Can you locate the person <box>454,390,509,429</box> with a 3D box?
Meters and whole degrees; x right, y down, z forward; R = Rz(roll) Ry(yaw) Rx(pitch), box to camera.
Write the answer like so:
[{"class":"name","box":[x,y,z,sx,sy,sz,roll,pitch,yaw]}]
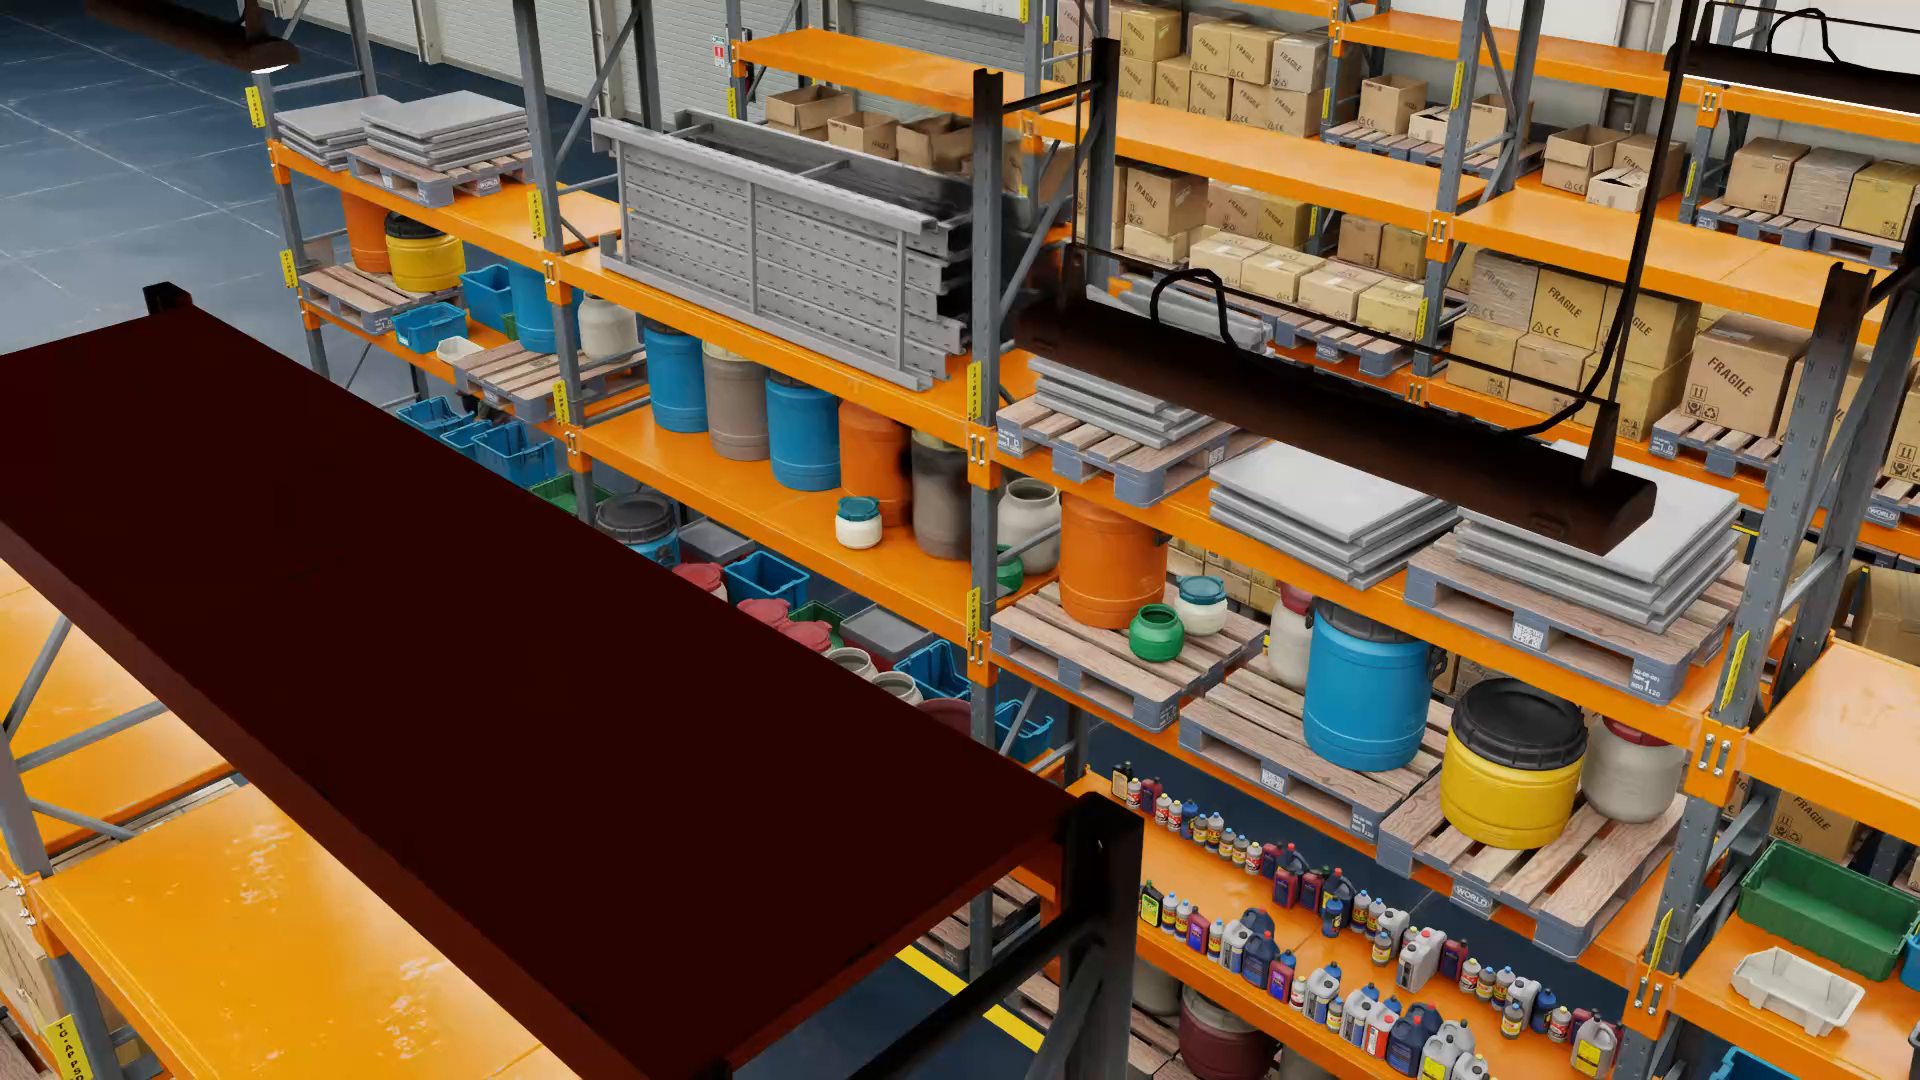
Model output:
[{"class":"person","box":[-4.699,-1.161,16.635,0.858,1.669,0.670,7,30,12]}]
